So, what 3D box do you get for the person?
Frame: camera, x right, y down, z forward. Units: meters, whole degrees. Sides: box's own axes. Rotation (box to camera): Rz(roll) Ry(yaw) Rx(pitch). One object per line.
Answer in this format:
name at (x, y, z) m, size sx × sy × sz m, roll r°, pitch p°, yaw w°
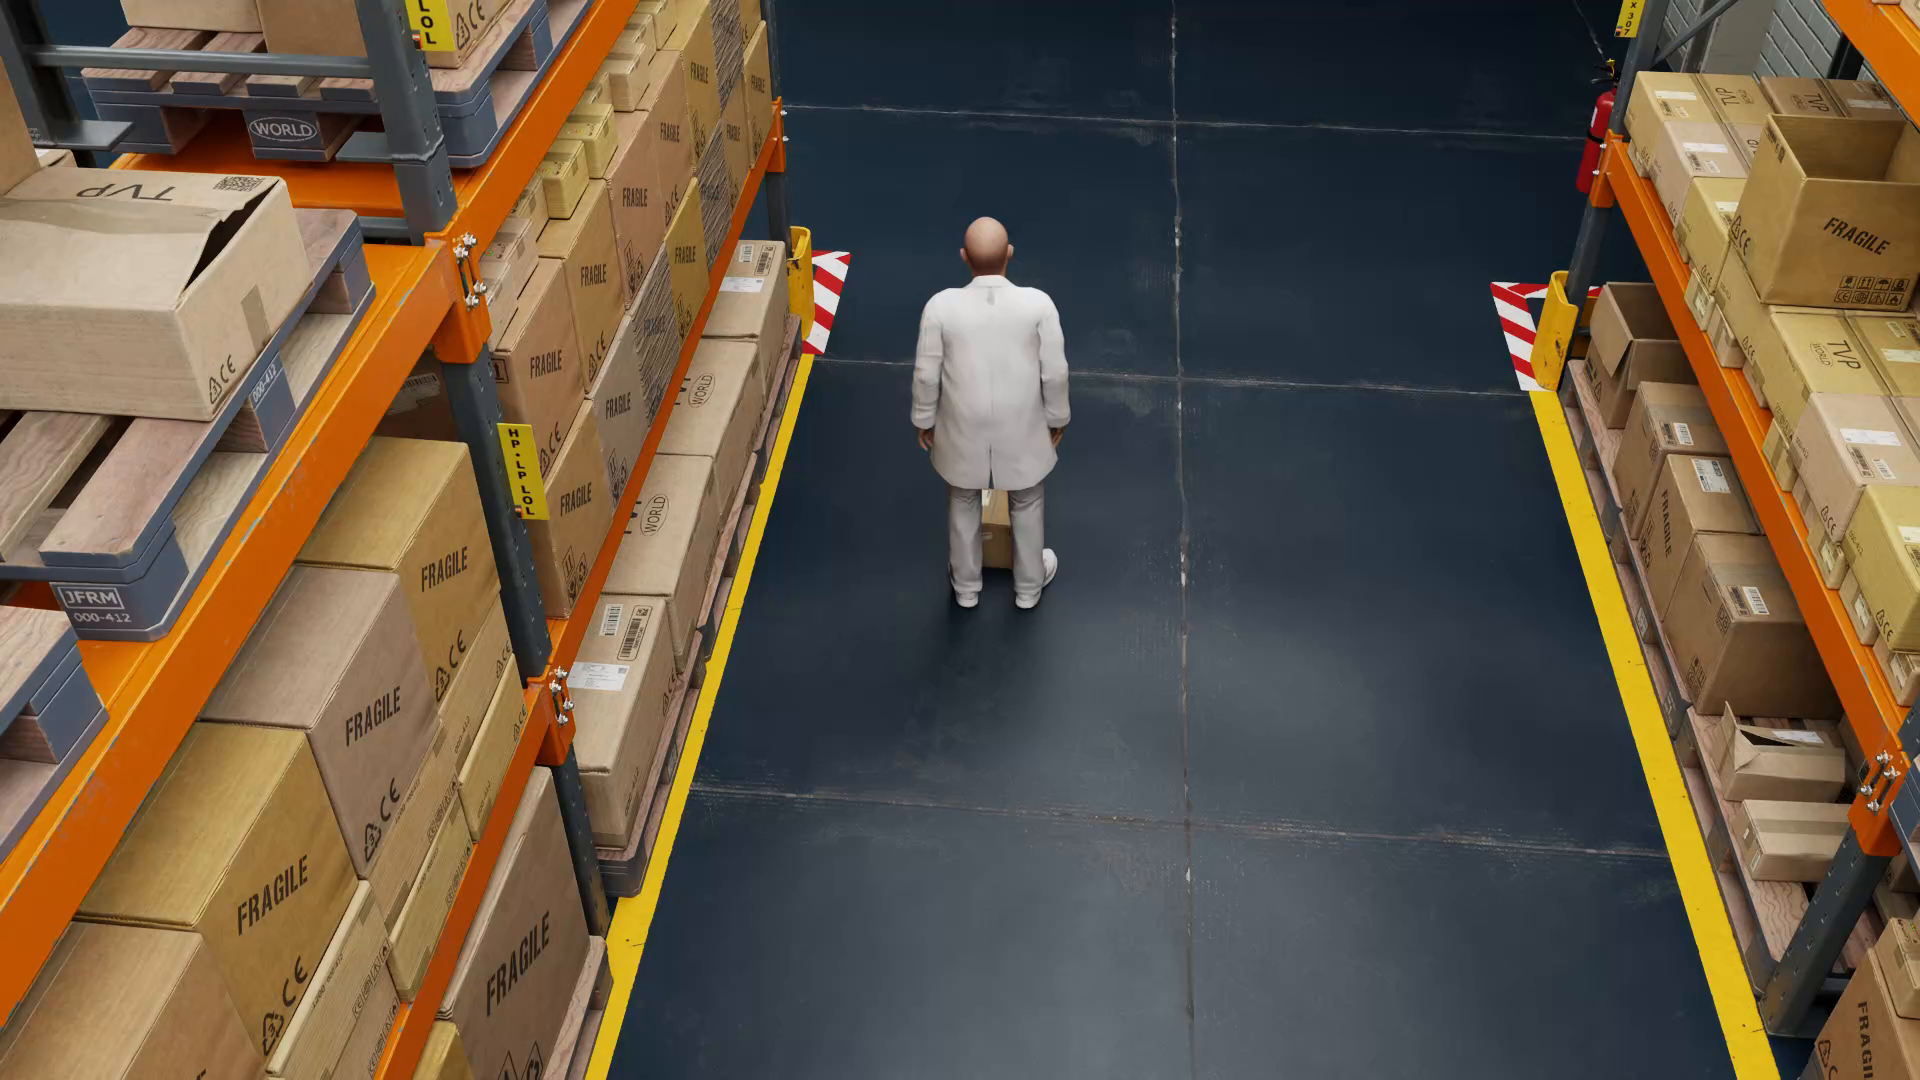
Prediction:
person at (0.142, -0.480, 6.750) m, size 0.641 × 1.773 × 0.423 m, roll 2°, pitch 40°, yaw 3°
